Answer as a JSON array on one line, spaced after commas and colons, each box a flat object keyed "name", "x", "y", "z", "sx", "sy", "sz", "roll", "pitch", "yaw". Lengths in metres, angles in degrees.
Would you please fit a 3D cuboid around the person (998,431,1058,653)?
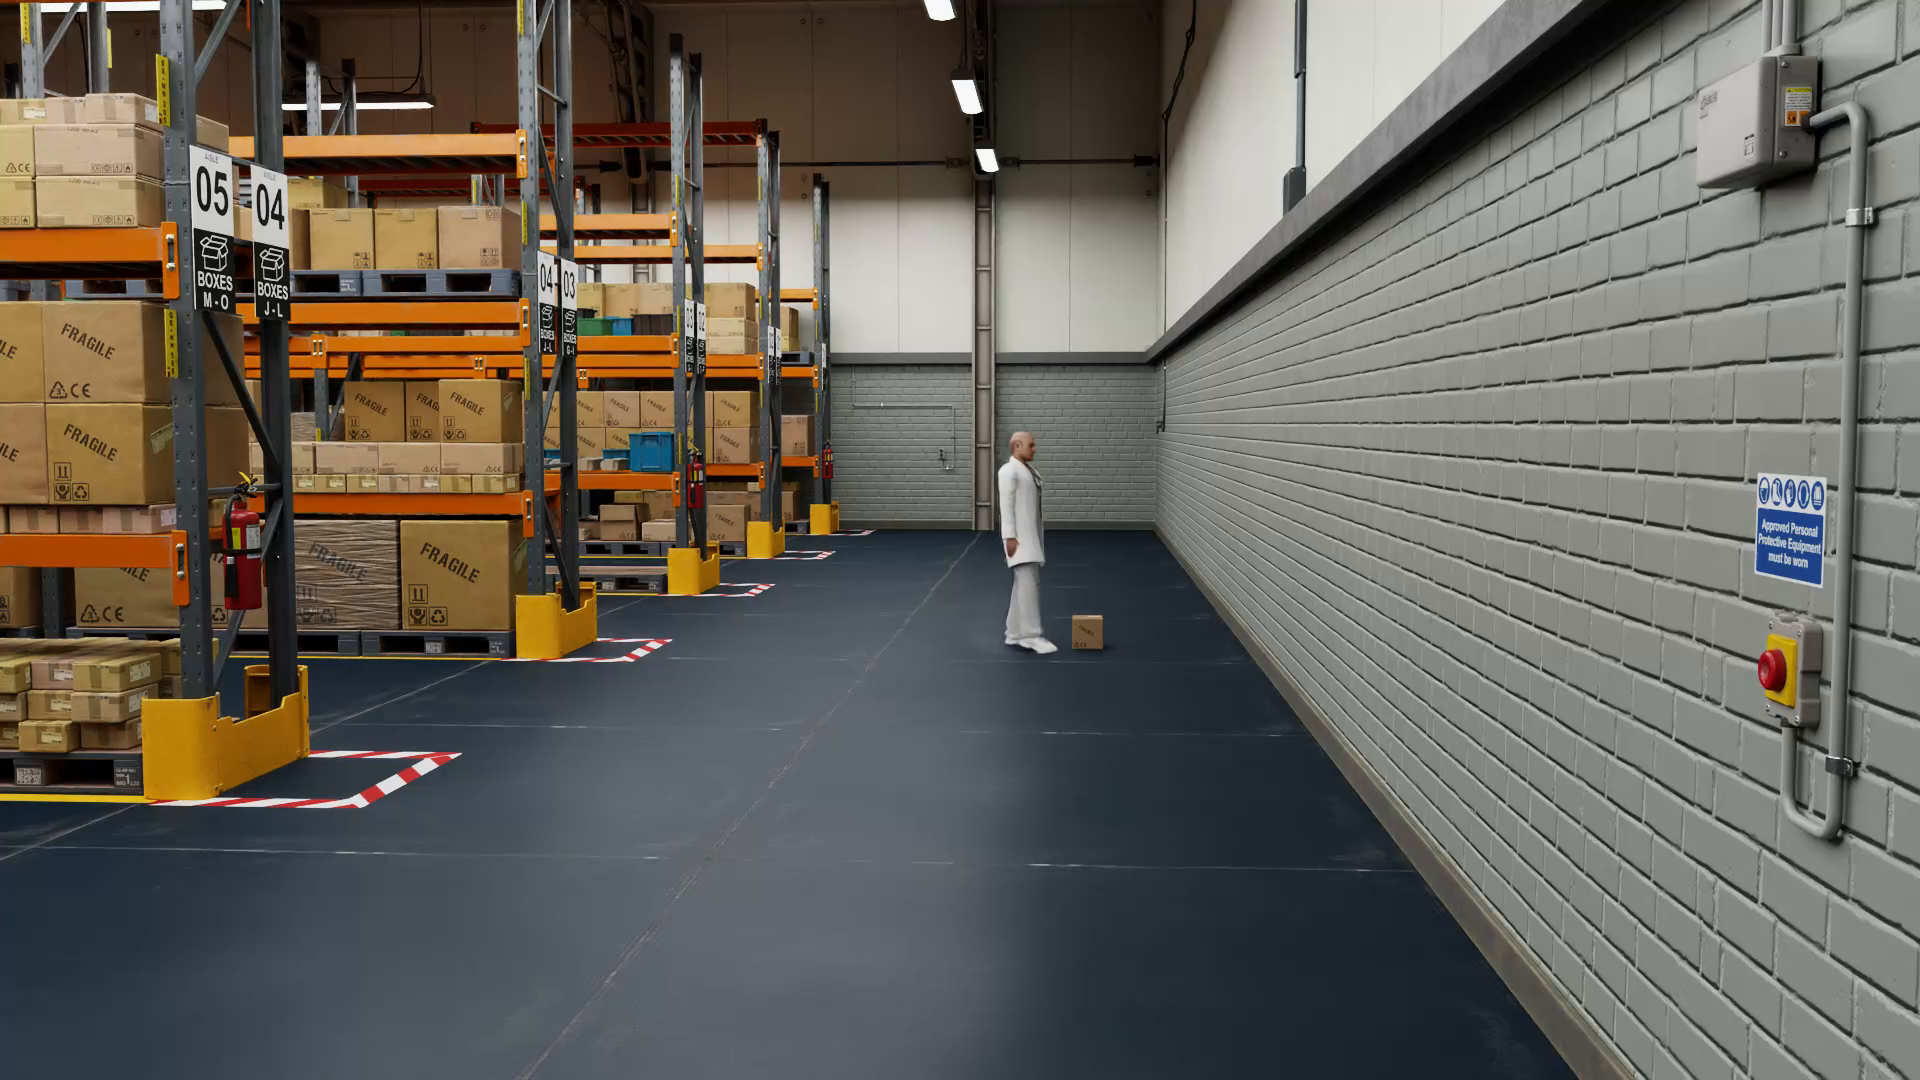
[{"name": "person", "x": 0.627, "y": 0.000, "z": 13.735, "sx": 0.574, "sy": 1.791, "sz": 0.602, "roll": 2, "pitch": 4, "yaw": 23}]
